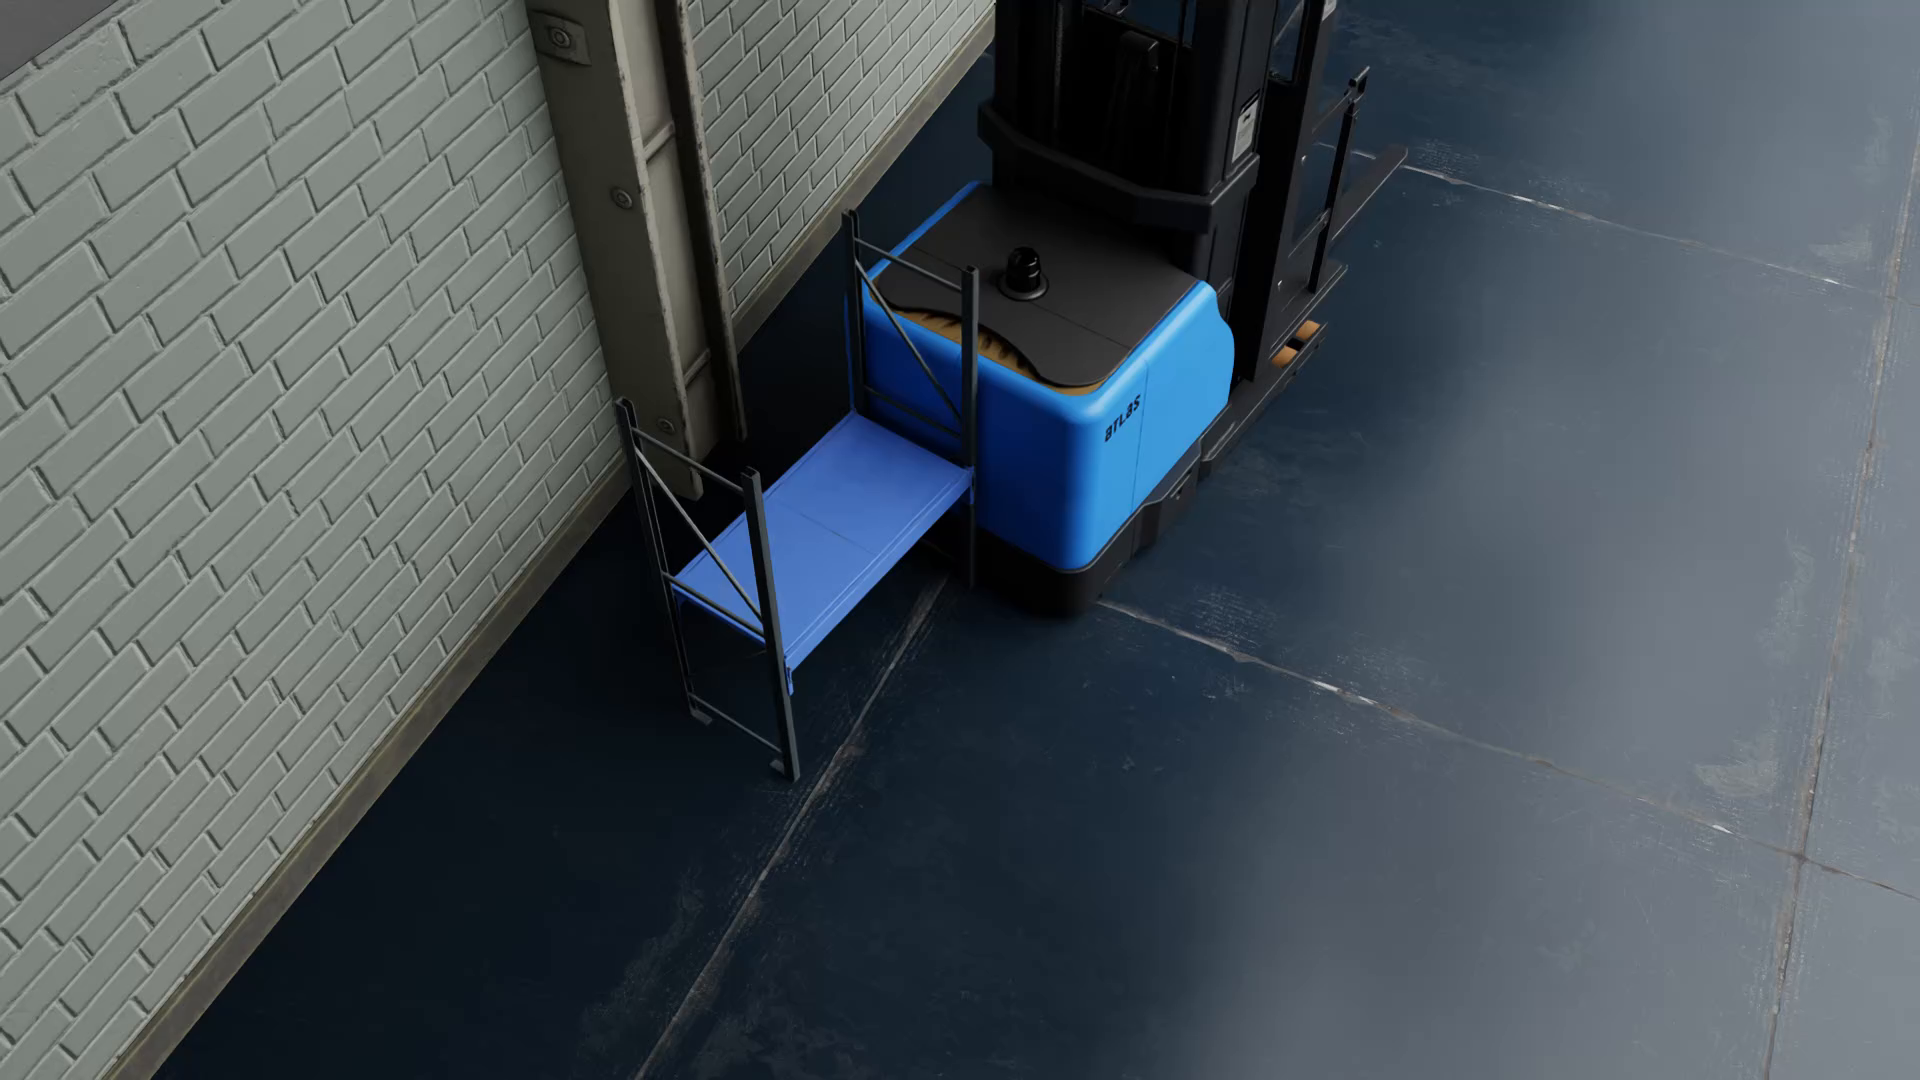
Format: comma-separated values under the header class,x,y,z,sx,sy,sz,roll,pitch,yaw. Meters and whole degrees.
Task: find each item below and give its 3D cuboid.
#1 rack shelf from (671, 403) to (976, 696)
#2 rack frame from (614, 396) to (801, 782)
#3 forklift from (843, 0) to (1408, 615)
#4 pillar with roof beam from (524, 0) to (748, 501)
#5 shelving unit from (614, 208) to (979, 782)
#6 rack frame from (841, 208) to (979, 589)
class,x,y,z,sx,sy,sz,roll,pitch,yaw
rack shelf,-0.451,0.006,5.496,0.538,0.185,1.000,29,55,22
rack frame,-0.746,0.205,5.091,0.500,1.500,0.032,29,55,22
forklift,0.857,-1.772,5.833,1.130,2.935,3.031,29,55,22
pillar with roof beam,2.828,-1.851,1.916,9.100,9.000,0.400,20,52,16
shelving unit,-0.451,-0.110,5.359,0.538,1.500,1.048,29,55,22
rack frame,-0.155,-0.425,5.627,0.500,1.500,0.032,29,55,22
